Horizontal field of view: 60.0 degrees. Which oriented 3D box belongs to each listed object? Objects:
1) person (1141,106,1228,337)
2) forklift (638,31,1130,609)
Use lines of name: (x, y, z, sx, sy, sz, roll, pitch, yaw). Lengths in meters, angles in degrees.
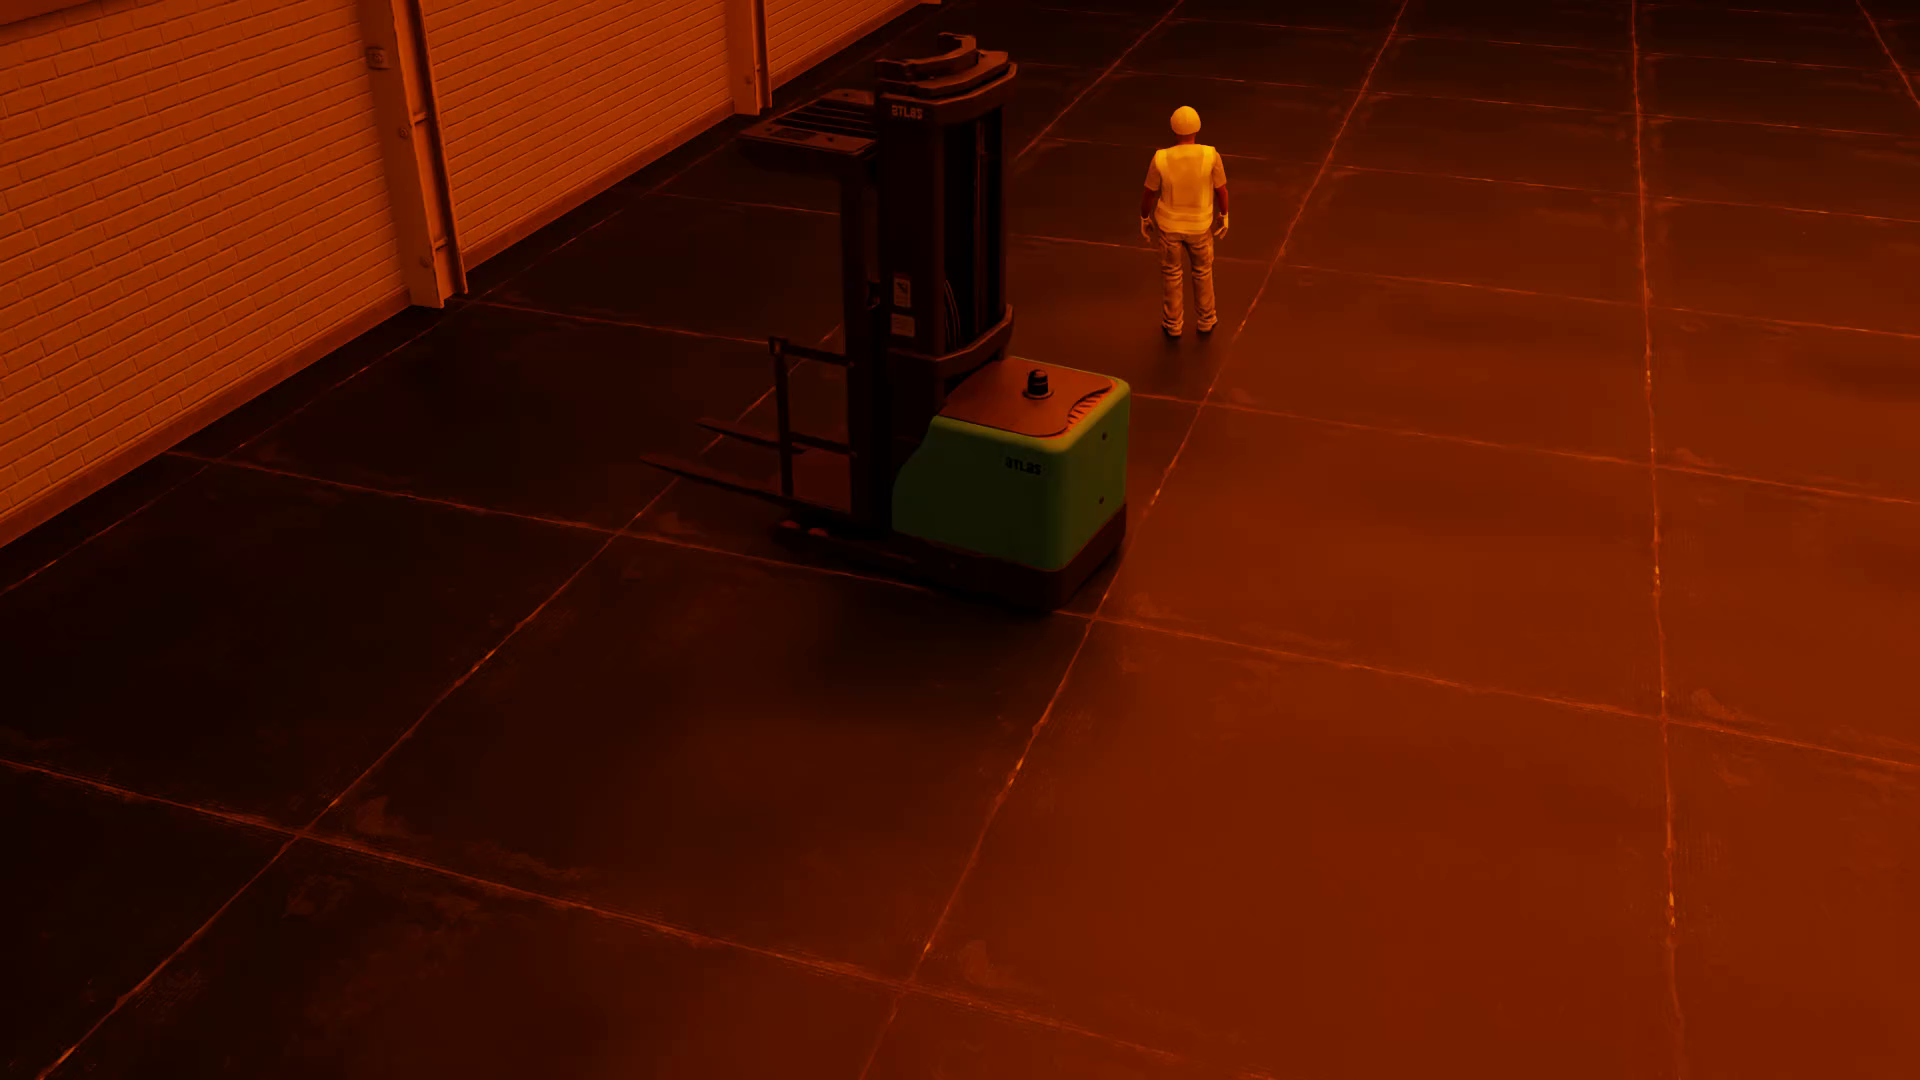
person: (1.686, -2.404, 12.499, 0.655, 1.782, 0.577, 3, 30, 5)
forklift: (-0.554, -1.393, 9.580, 3.031, 2.935, 1.130, 15, 33, 24)
